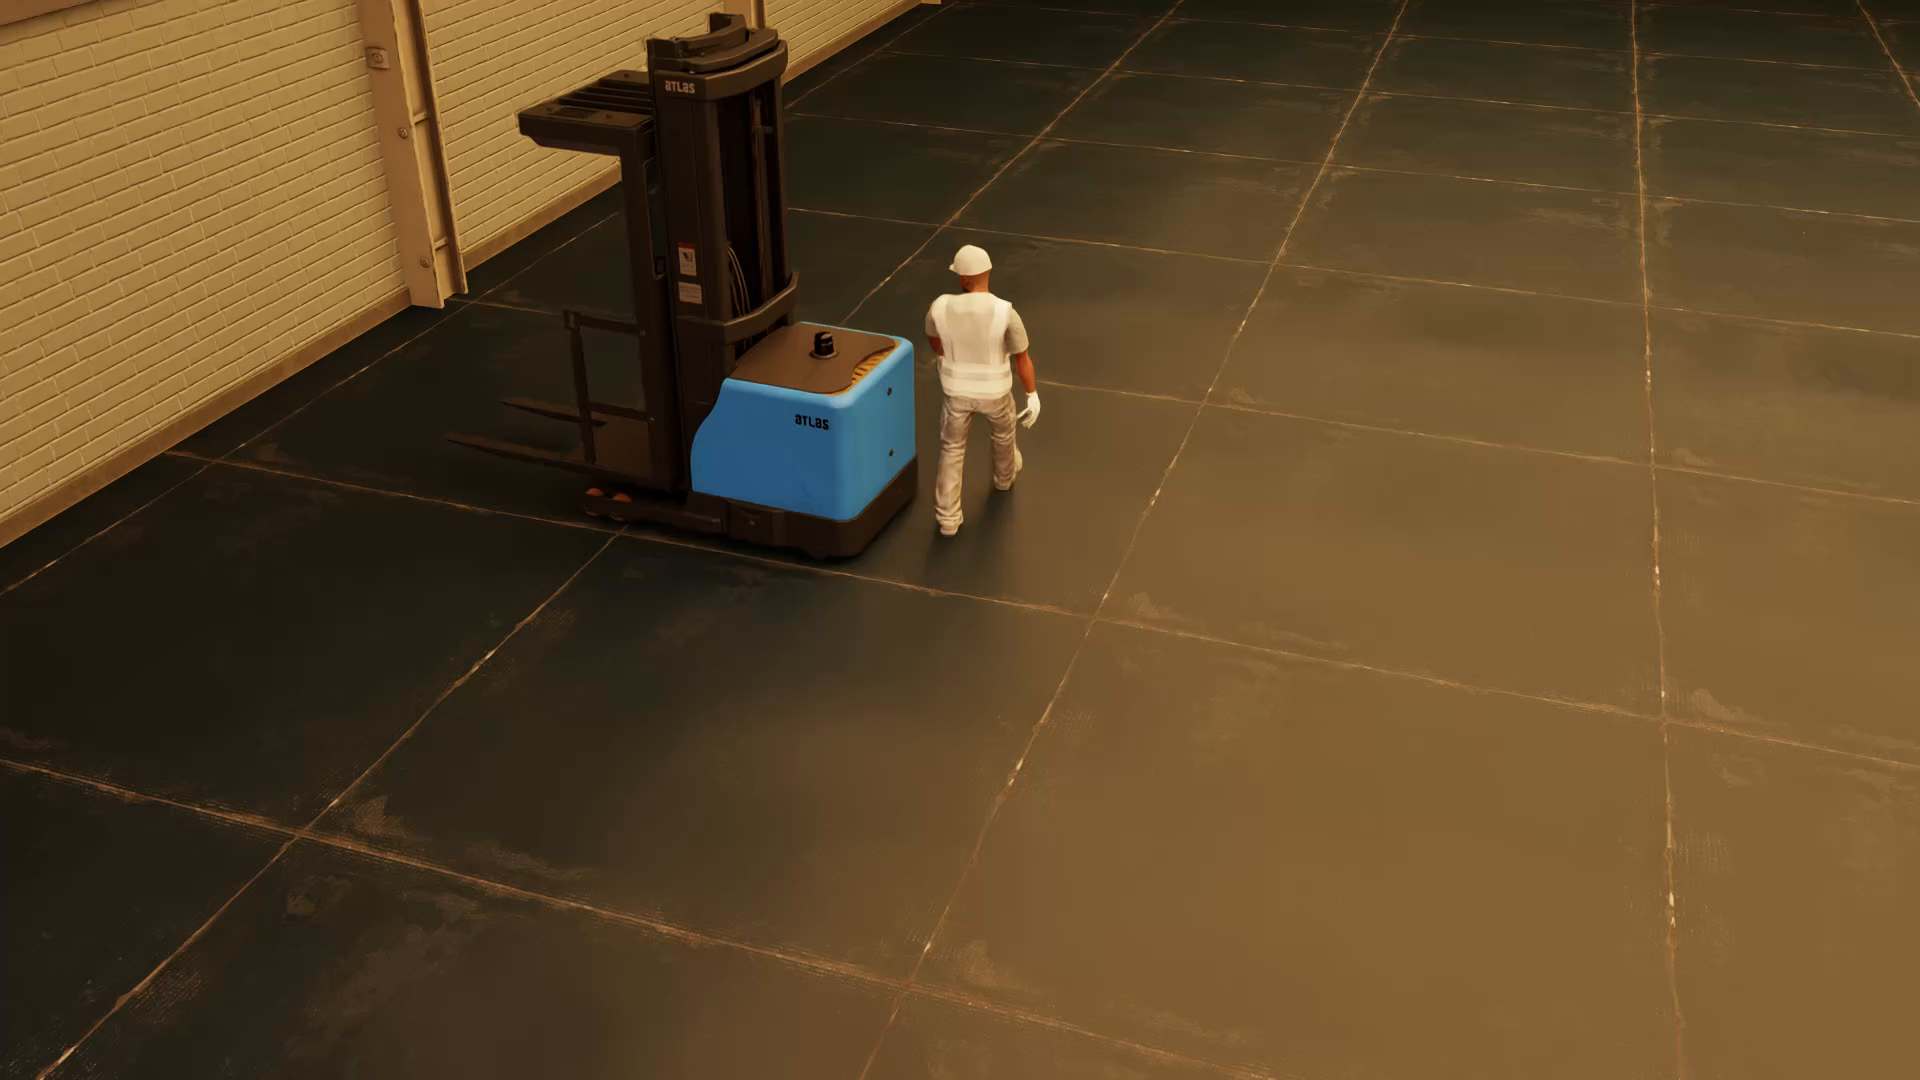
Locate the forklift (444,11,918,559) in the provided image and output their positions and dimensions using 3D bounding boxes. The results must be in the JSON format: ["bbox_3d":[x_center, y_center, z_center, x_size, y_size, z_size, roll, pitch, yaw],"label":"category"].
[{"bbox_3d":[-1.833,-1.618,9.974,3.031,2.935,1.130,11,32,19],"label":"forklift"}]

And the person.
[{"bbox_3d":[0.156,-0.967,10.063,0.723,1.733,0.912,5,30,9],"label":"person"}]
